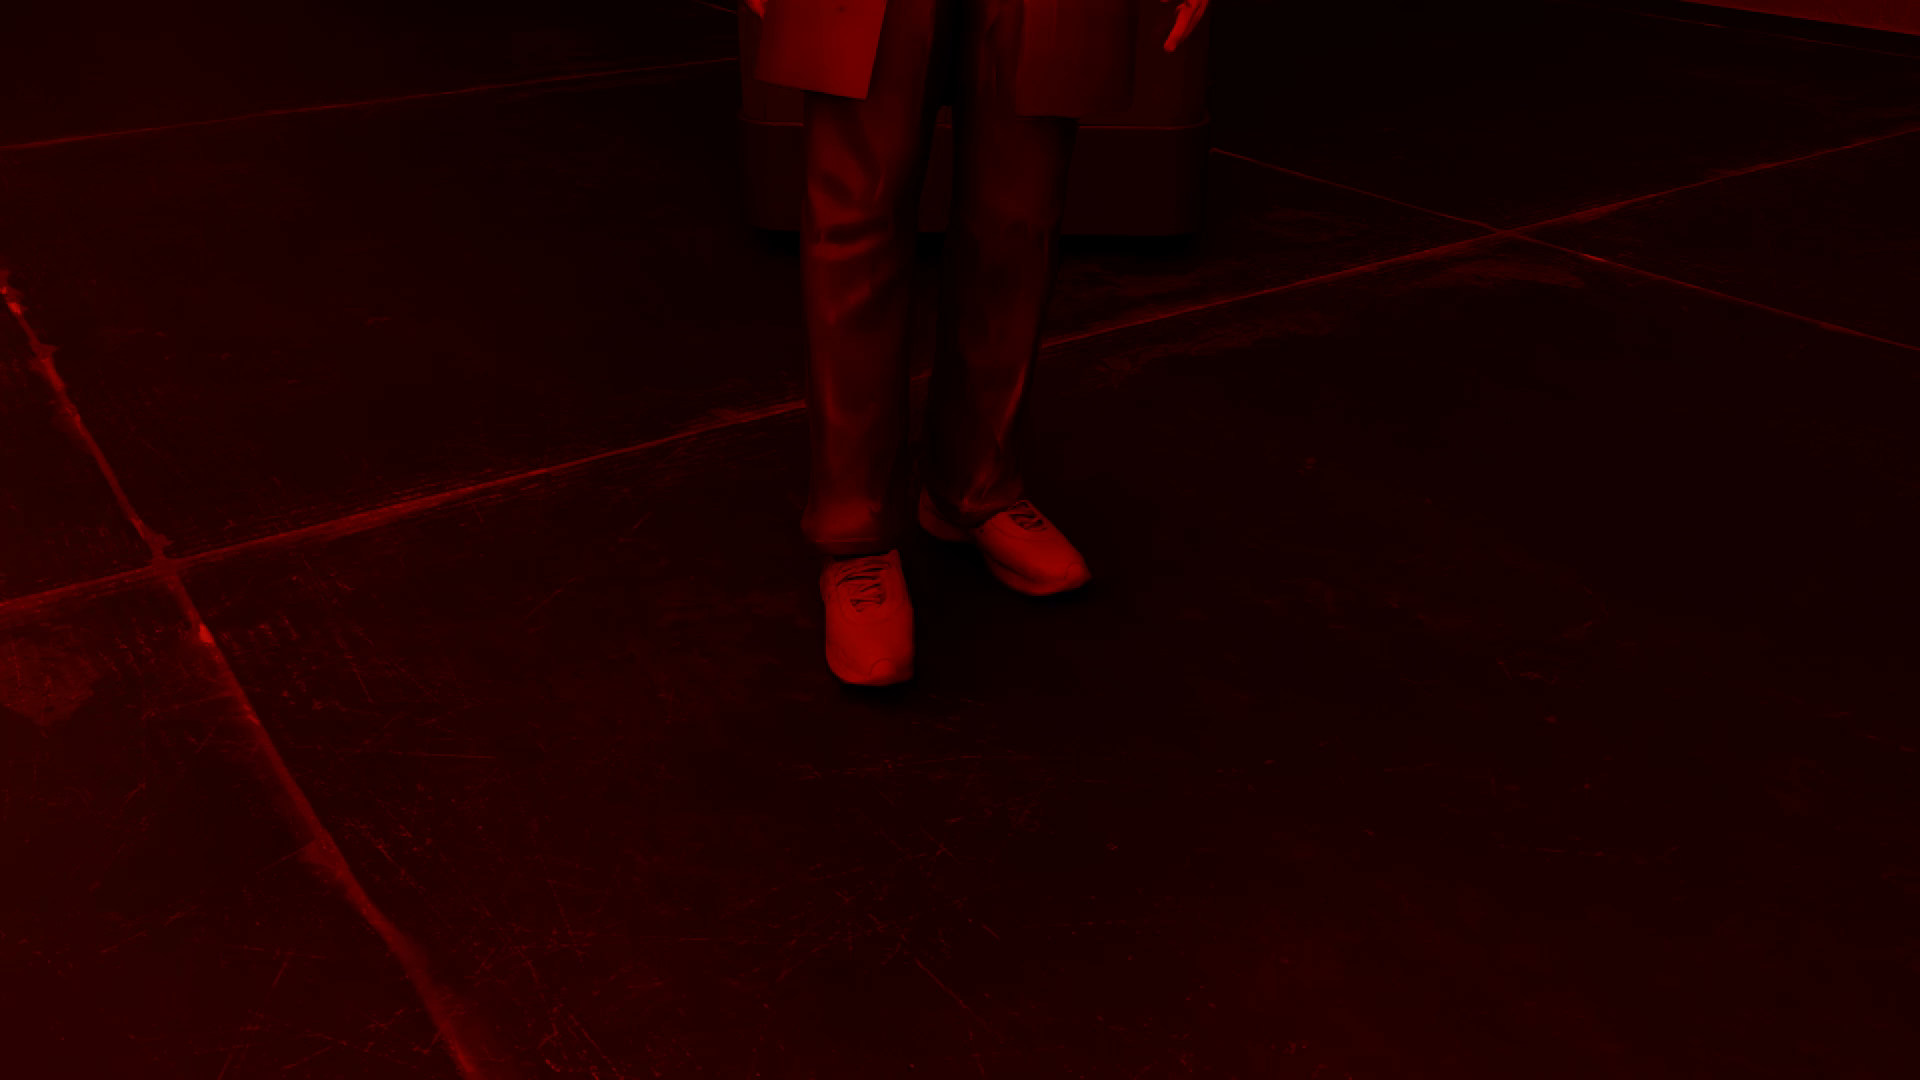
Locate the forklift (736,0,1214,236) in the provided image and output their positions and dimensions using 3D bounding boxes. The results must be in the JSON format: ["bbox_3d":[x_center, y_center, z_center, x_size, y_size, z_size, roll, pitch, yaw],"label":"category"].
[{"bbox_3d":[0.099,-2.604,4.422,1.130,2.935,3.031,1,27,3],"label":"forklift"}]

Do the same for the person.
[{"bbox_3d":[0.001,-0.722,1.965,0.703,1.776,0.659,2,27,4],"label":"person"}]
